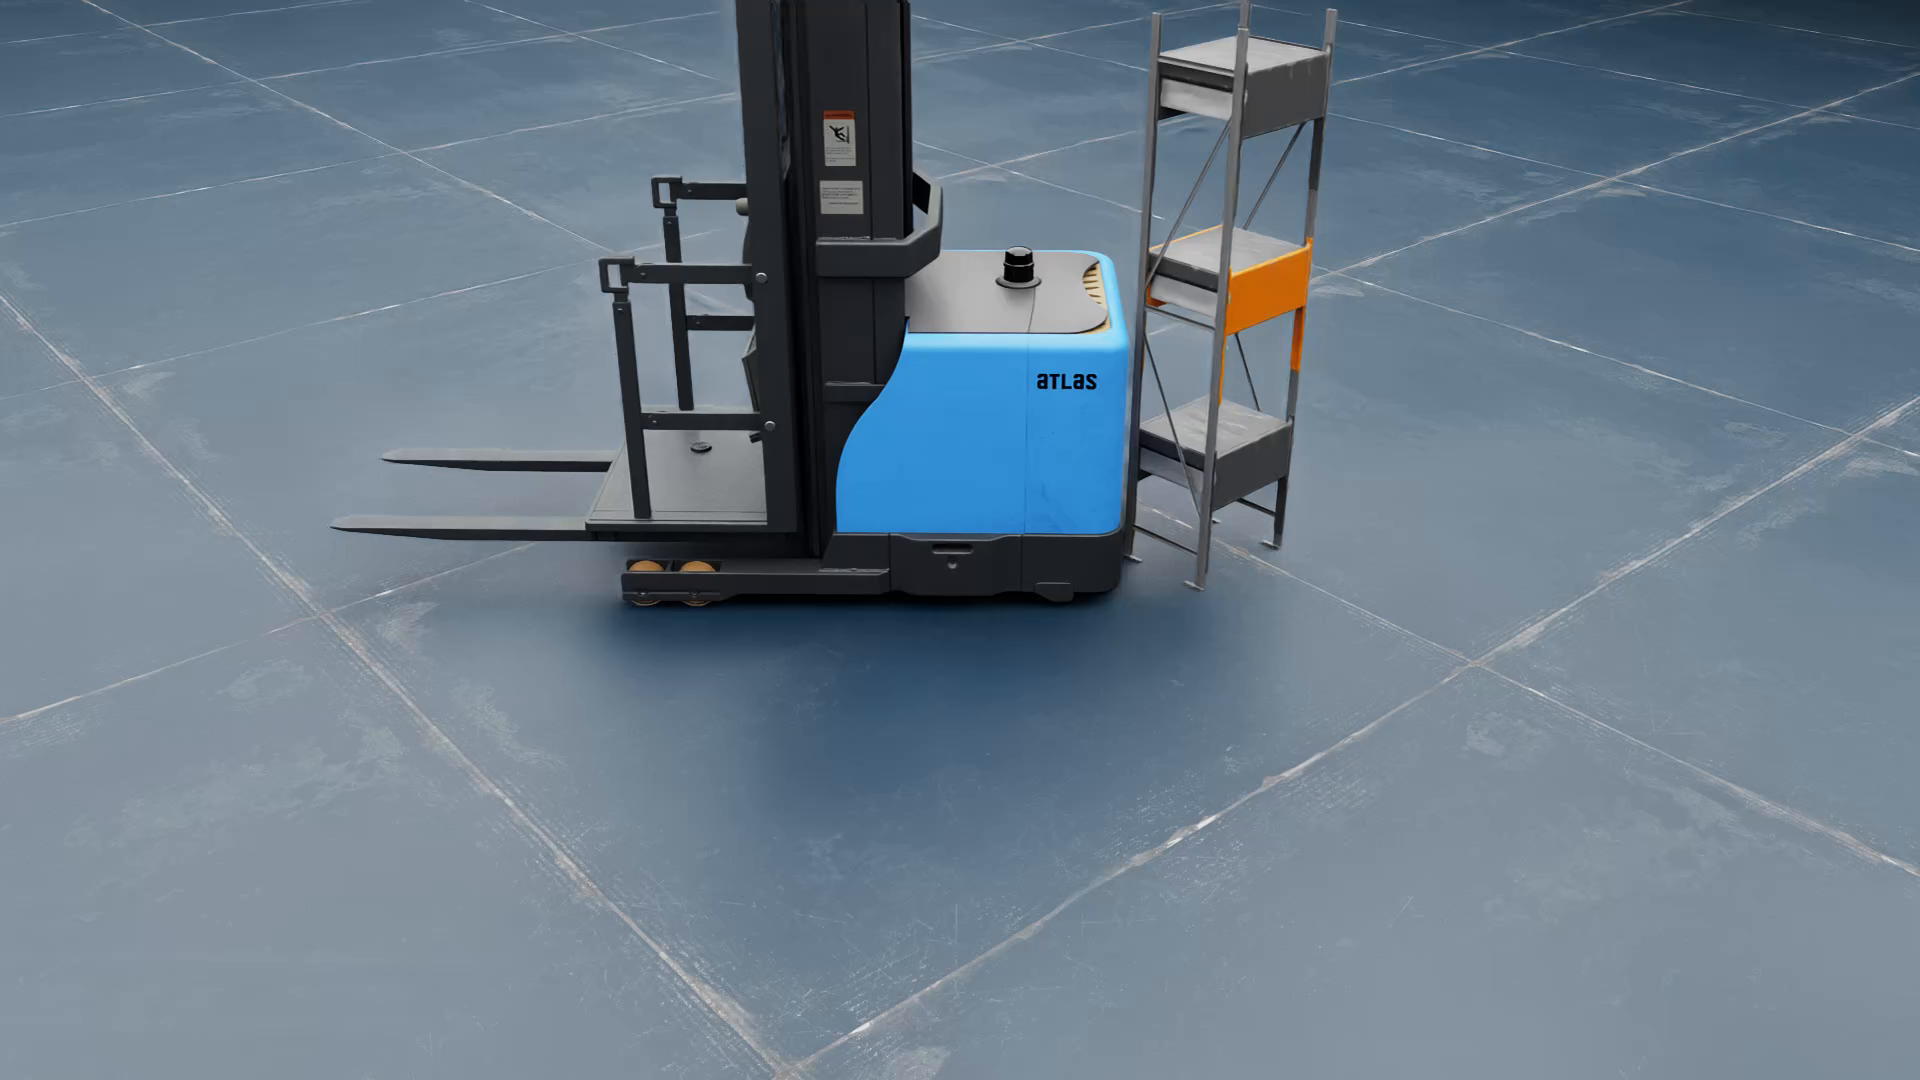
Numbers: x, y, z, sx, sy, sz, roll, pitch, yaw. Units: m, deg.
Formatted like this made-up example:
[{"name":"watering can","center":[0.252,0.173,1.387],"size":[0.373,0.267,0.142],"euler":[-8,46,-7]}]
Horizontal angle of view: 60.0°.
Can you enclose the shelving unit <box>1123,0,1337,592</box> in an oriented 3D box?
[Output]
[{"name":"shelving unit","center":[0.972,-0.875,6.159],"size":[0.503,2.100,0.431],"euler":[-24,36,-37]}]

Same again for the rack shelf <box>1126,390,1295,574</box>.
[{"name":"rack shelf","center":[0.972,-0.245,6.496],"size":[0.480,0.518,0.431],"euler":[-24,36,-37]}]

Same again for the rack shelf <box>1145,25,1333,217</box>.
[{"name":"rack shelf","center":[0.972,-1.480,5.836],"size":[0.480,0.518,0.431],"euler":[-24,36,-37]}]

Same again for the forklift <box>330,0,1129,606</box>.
[{"name":"forklift","center":[-0.897,-1.291,6.056],"size":[3.031,2.935,1.130],"euler":[0,28,1]}]

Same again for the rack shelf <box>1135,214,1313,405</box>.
[{"name":"rack shelf","center":[0.972,-0.863,6.166],"size":[0.480,0.518,0.431],"euler":[-24,36,-37]}]

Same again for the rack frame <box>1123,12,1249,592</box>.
[{"name":"rack frame","center":[0.795,-0.796,6.011],"size":[0.015,2.100,0.400],"euler":[-24,36,-37]}]

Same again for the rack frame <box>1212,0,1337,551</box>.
[{"name":"rack frame","center":[1.149,-0.954,6.307],"size":[0.015,2.100,0.400],"euler":[-24,36,-37]}]
